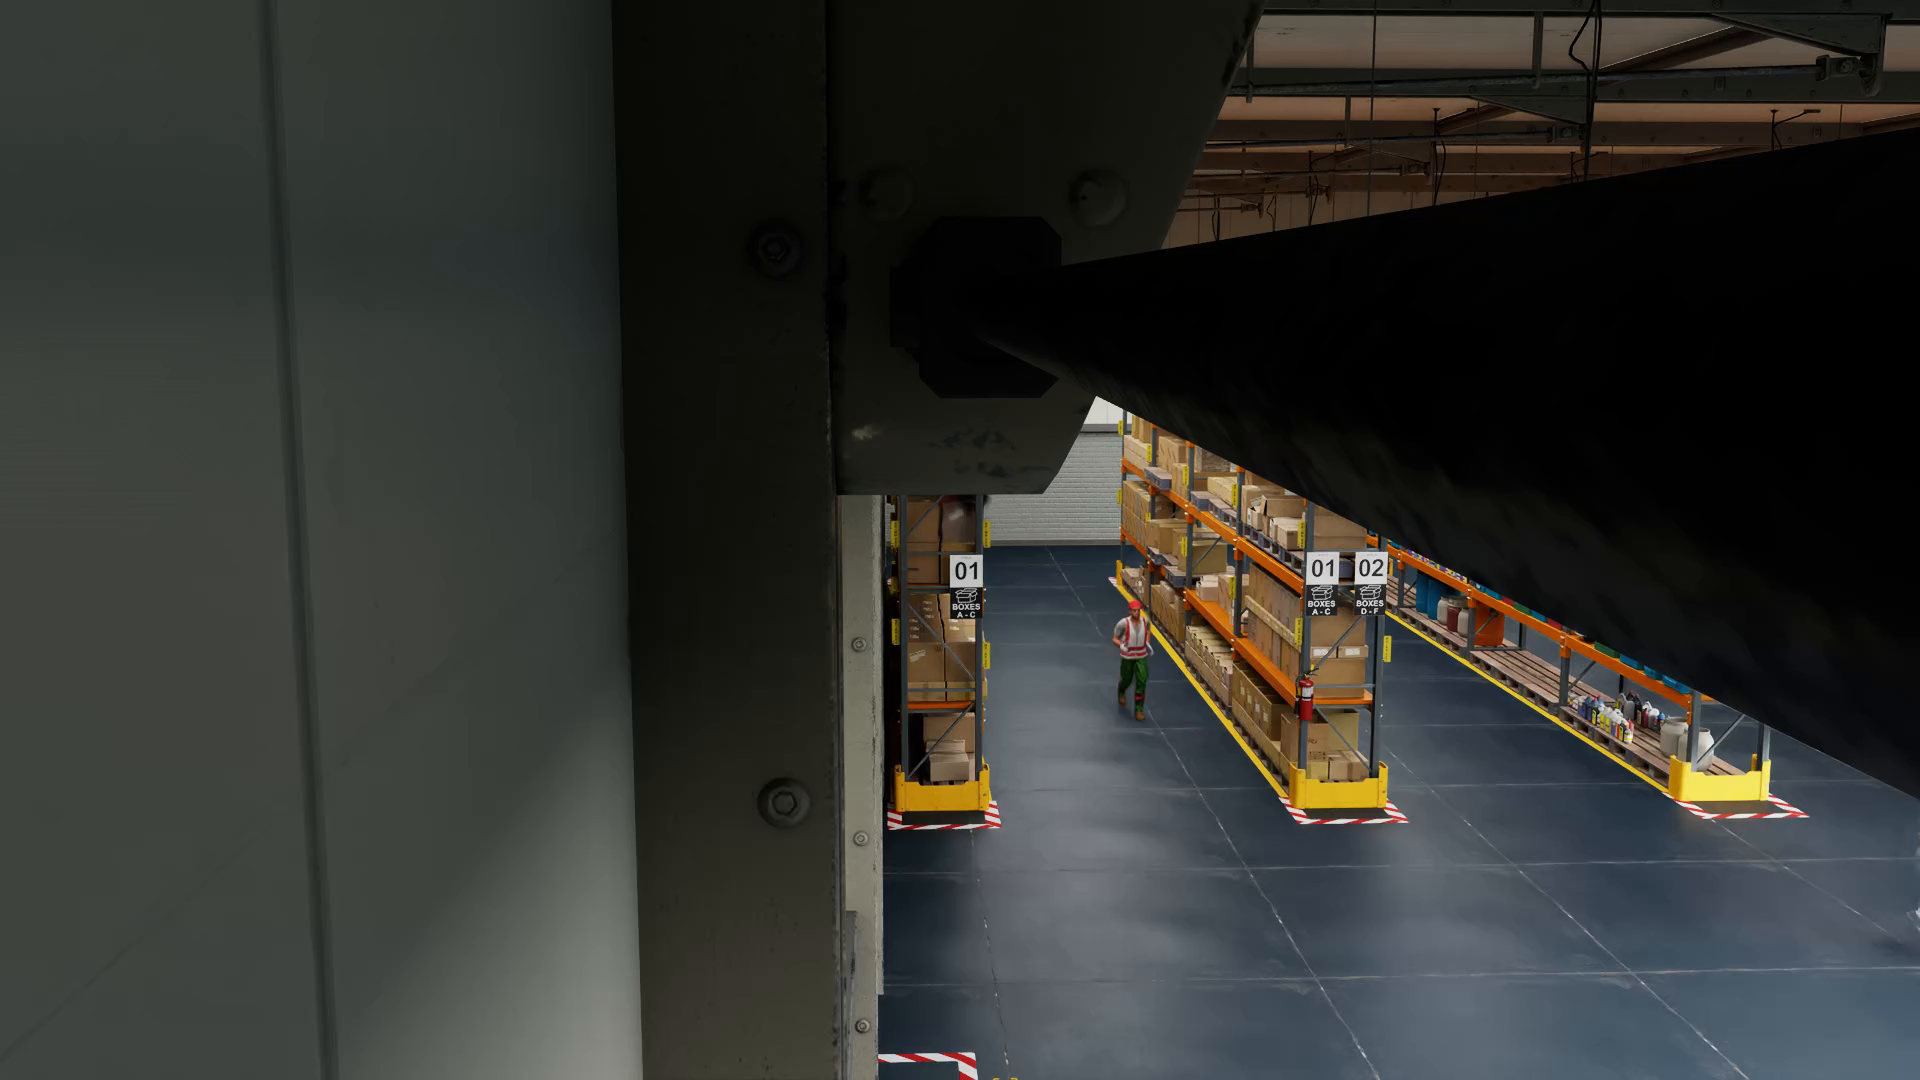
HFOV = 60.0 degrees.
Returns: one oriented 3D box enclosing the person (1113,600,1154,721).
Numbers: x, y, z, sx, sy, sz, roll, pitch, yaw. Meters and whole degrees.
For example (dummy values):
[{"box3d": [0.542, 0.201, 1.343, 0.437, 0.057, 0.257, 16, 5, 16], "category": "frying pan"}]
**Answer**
[{"box3d": [2.599, 1.760, 25.056, 0.634, 1.777, 0.984, -1, 9, -8], "category": "person"}]
